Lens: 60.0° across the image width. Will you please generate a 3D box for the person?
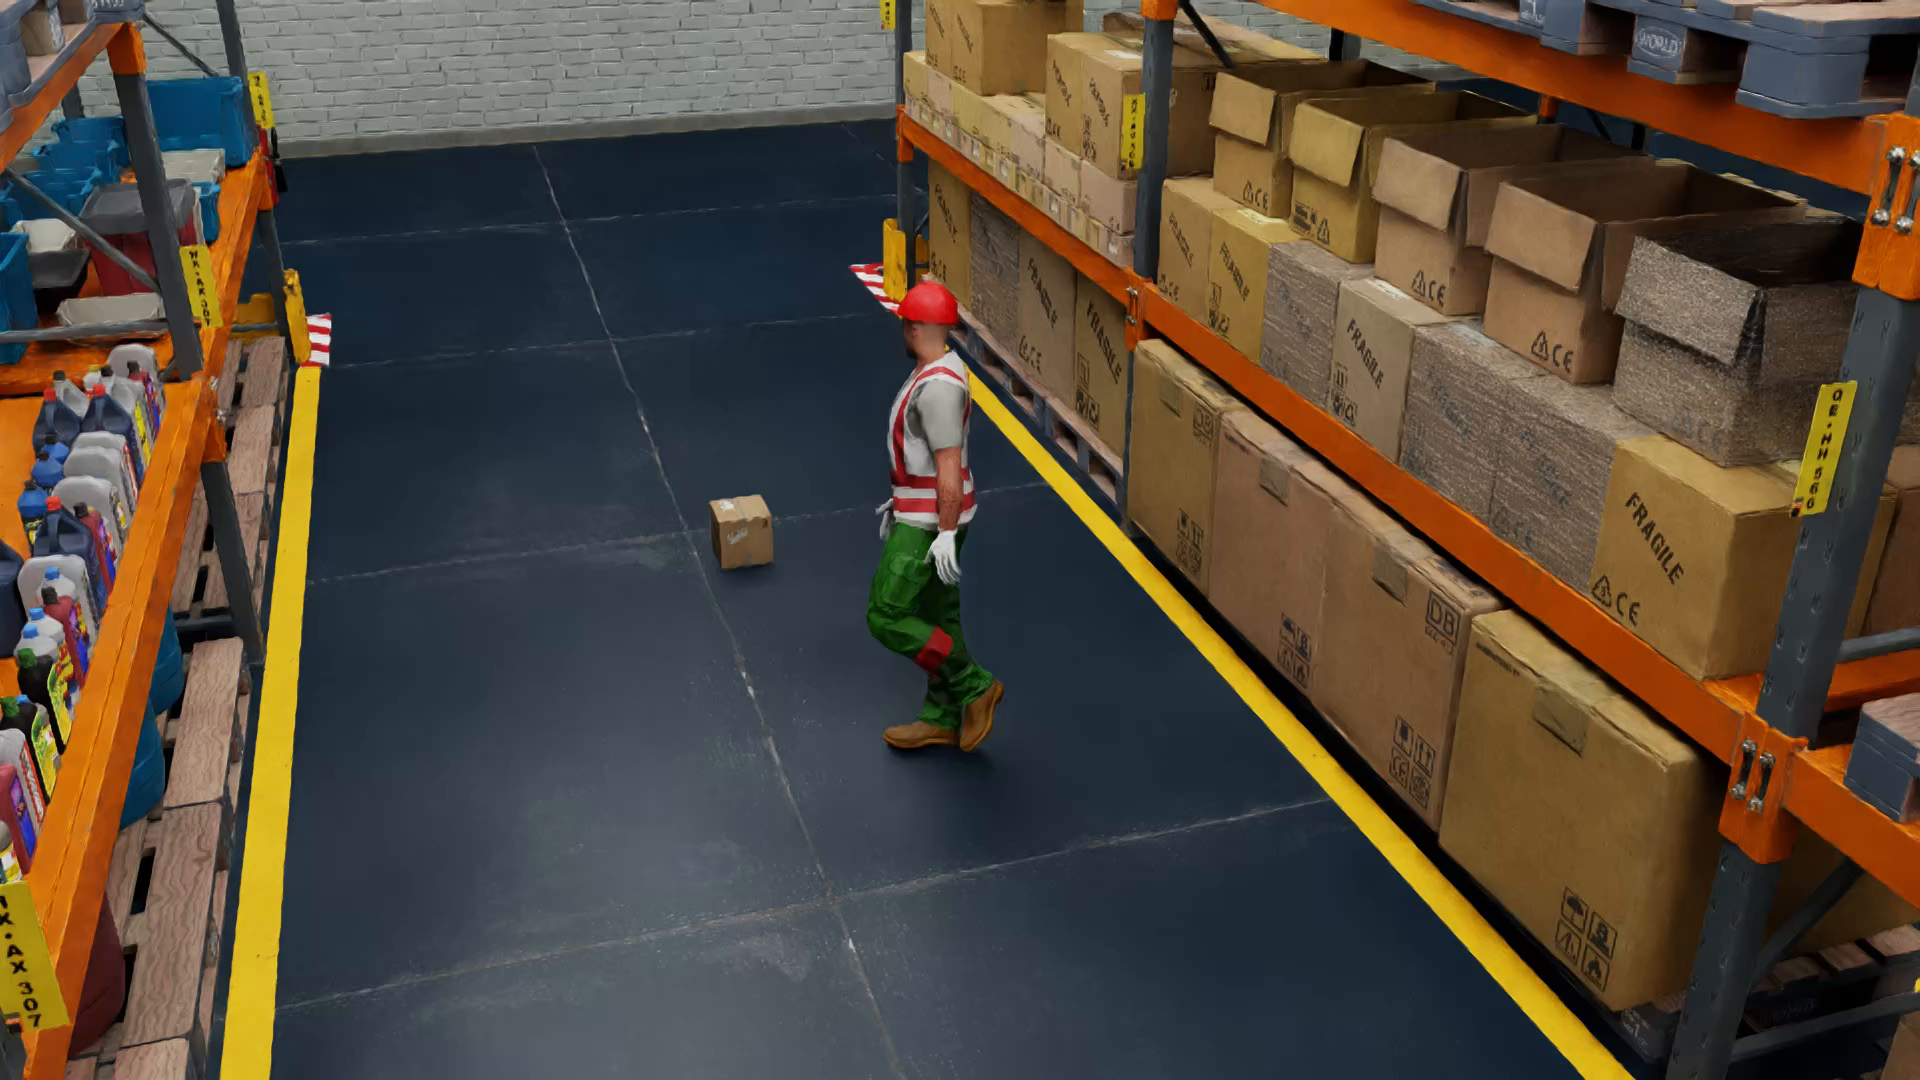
[{"bbox_3d":[-0.091,-0.057,6.213,0.519,1.757,0.729,0,26,0],"label":"person"}]
